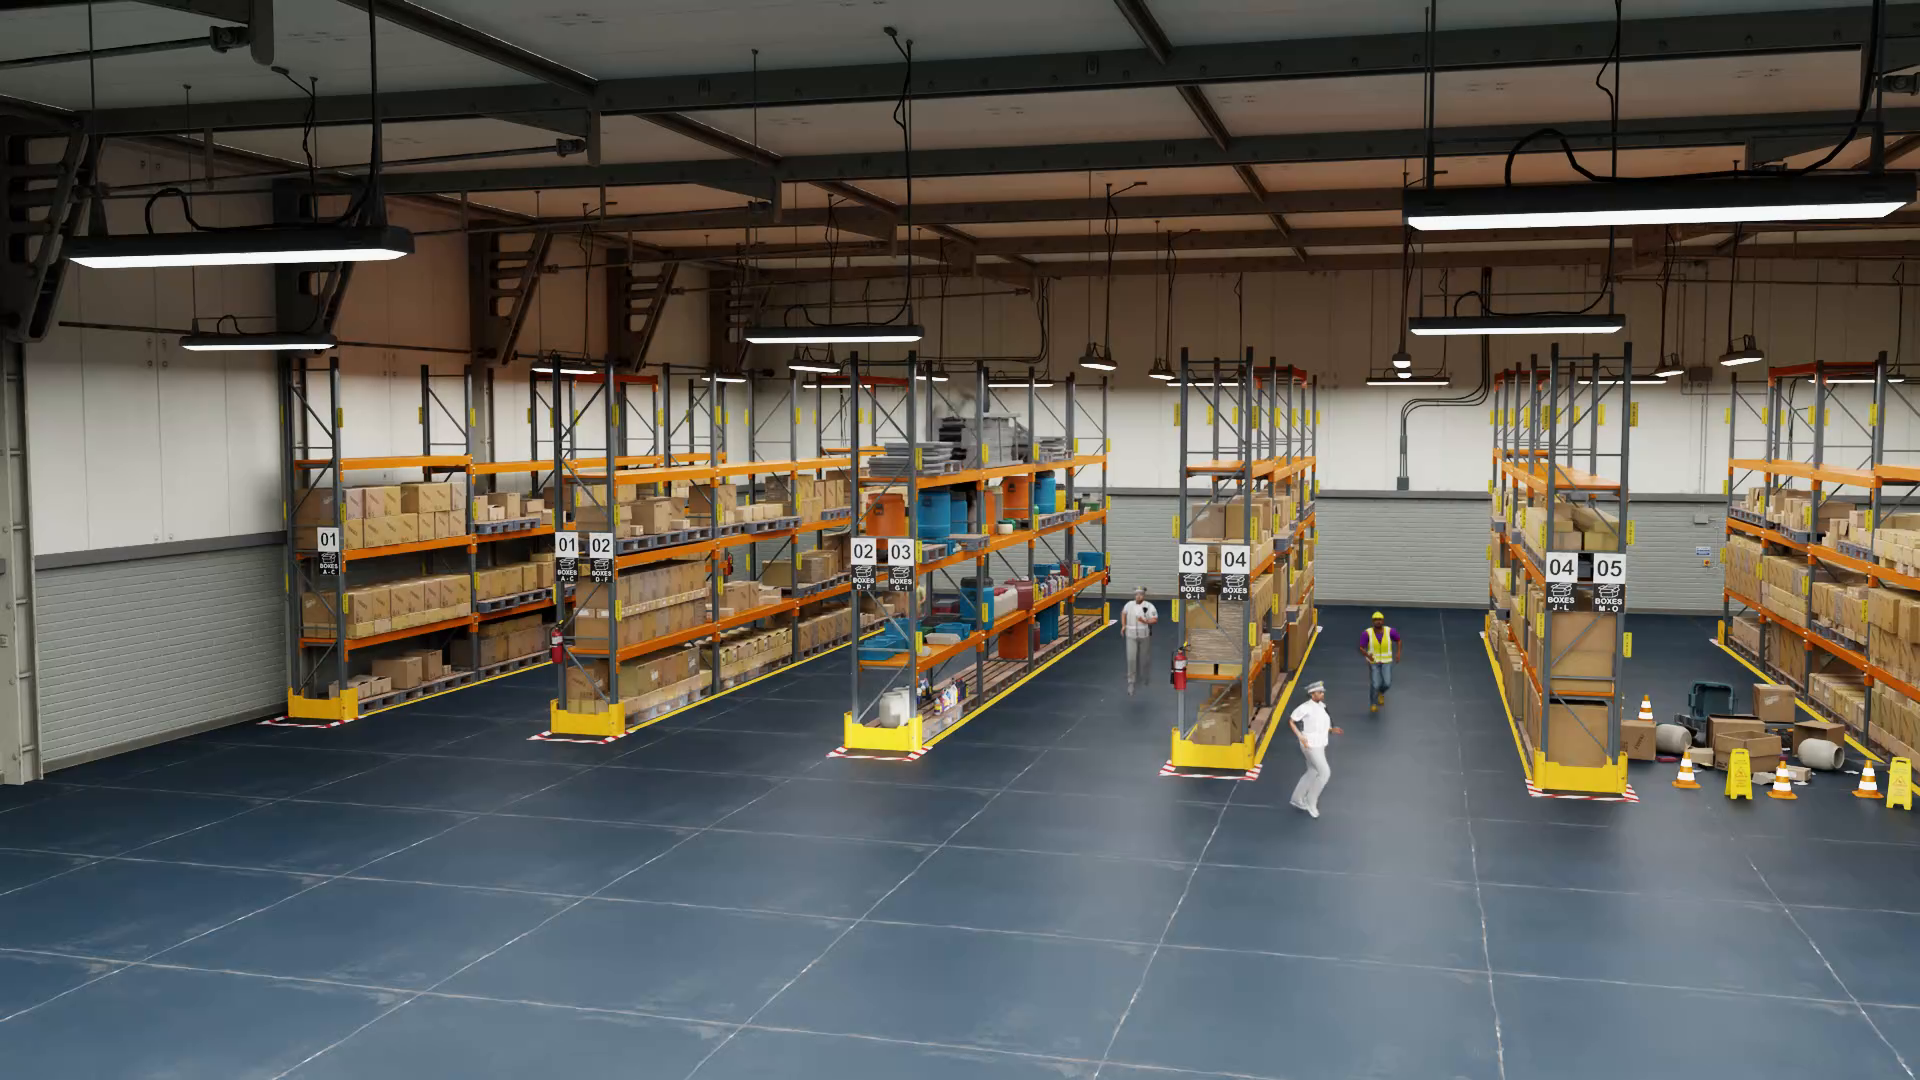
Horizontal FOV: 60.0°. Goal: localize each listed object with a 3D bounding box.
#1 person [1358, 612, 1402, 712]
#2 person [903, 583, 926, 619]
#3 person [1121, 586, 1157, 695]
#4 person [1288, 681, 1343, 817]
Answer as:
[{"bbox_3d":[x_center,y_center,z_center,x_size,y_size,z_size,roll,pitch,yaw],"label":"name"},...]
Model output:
[{"bbox_3d":[7.120,2.076,28.163,0.734,1.719,0.666,1,4,9],"label":"person"},{"bbox_3d":[-0.987,1.566,35.631,0.578,1.655,0.939,1,4,12],"label":"person"},{"bbox_3d":[3.091,1.708,28.778,0.637,1.853,0.765,1,4,10],"label":"person"},{"bbox_3d":[4.485,2.629,21.003,0.705,1.721,0.550,4,6,40],"label":"person"}]
